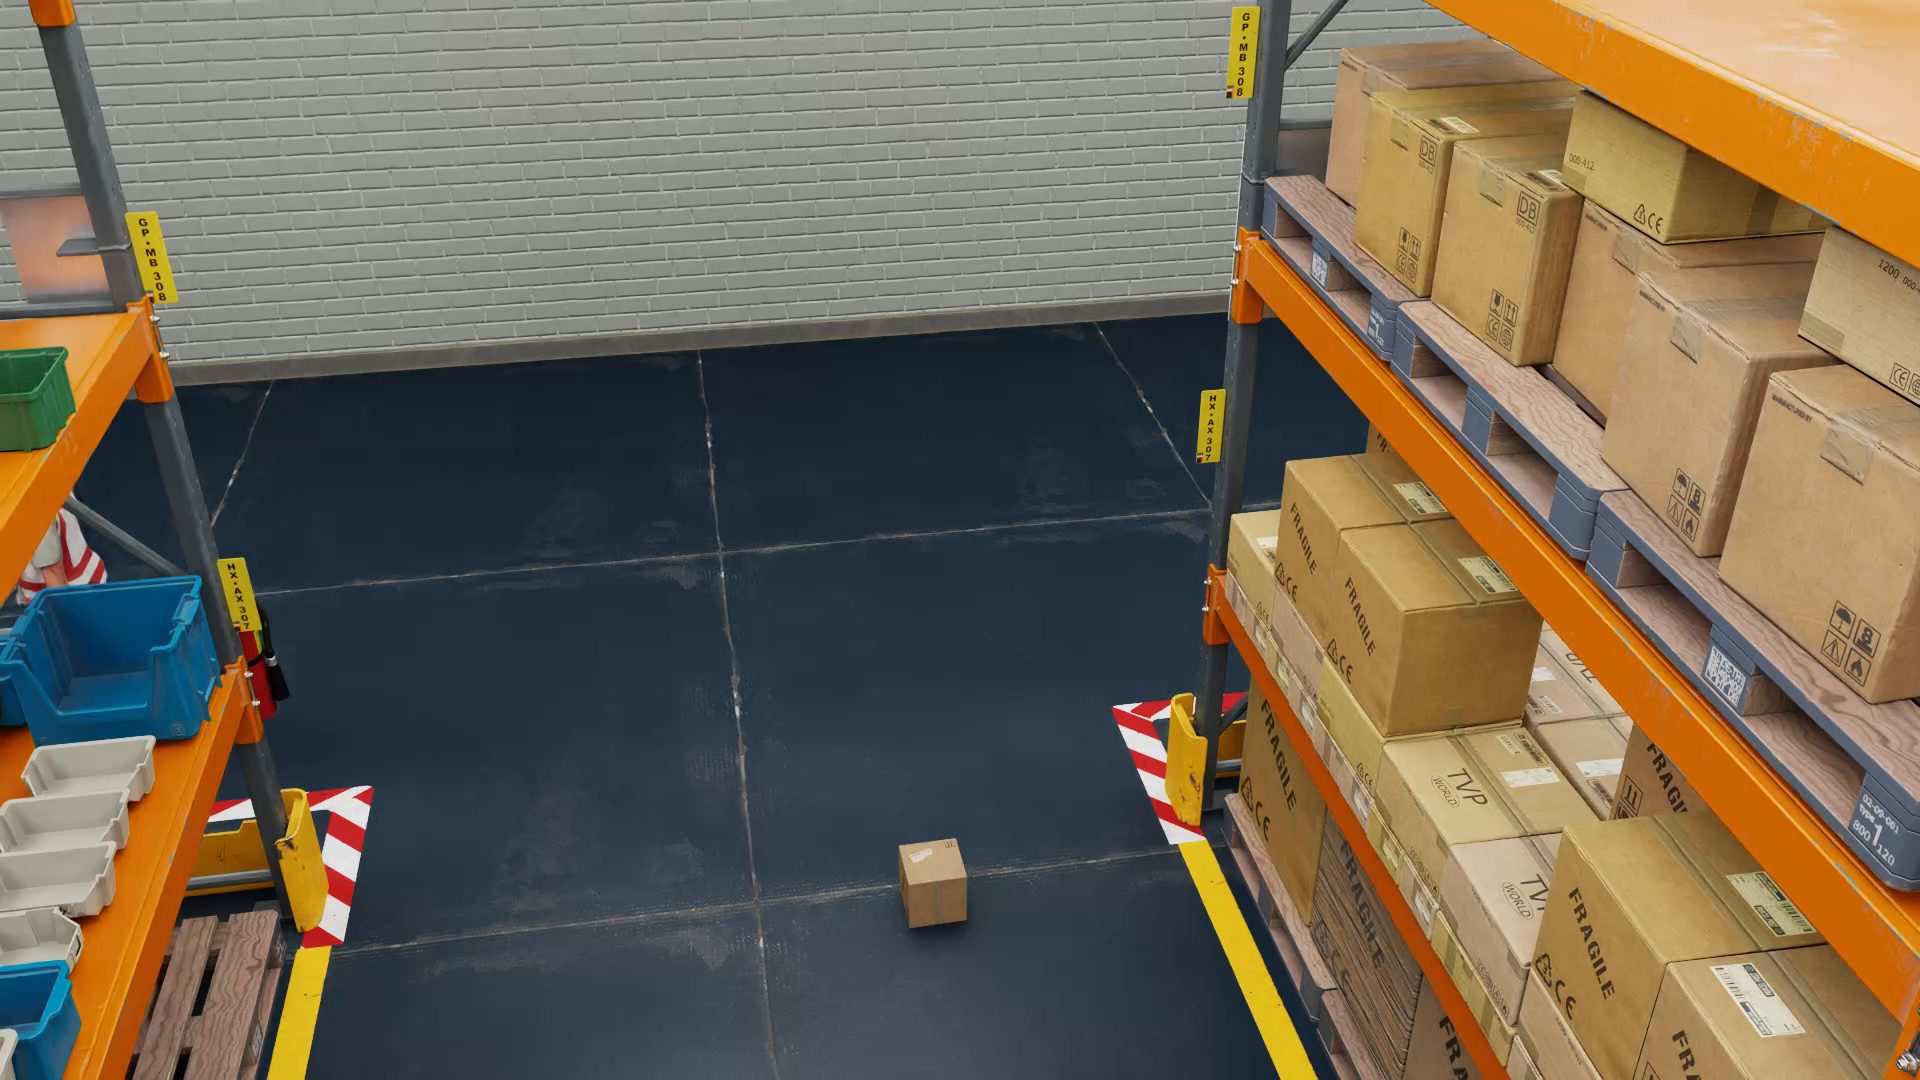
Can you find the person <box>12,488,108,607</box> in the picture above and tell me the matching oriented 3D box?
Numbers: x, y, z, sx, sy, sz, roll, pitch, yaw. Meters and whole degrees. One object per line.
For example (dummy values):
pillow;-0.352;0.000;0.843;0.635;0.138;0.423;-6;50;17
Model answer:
person;-4.190;0.284;7.629;0.886;1.779;0.534;-4;31;-6
